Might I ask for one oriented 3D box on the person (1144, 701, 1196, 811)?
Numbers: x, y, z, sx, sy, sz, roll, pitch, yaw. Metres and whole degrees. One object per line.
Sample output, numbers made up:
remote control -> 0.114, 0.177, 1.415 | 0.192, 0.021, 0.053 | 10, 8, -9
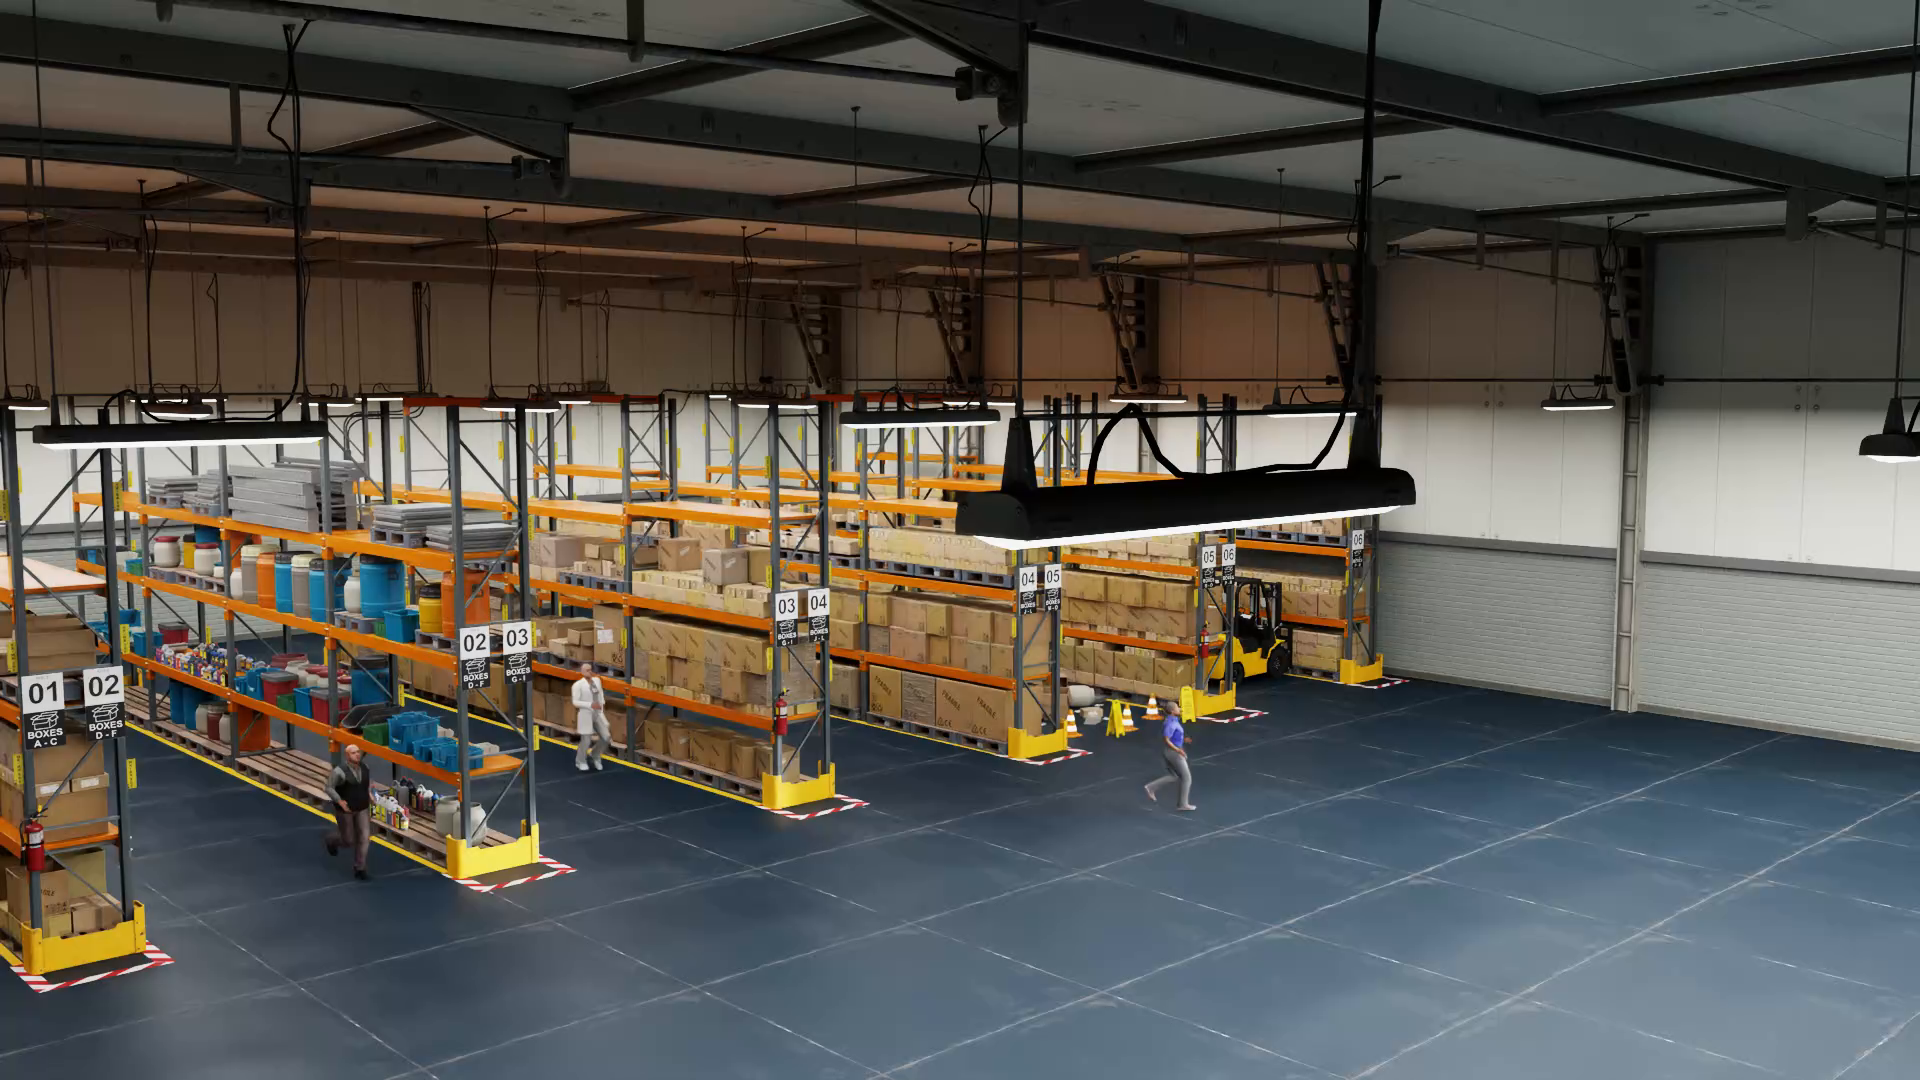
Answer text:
person -> 3.097, 3.167, 24.417 | 0.766, 1.617, 0.597 | 0, 6, -2

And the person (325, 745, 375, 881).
person -> -7.777, 3.450, 21.242 | 0.930, 1.702, 0.636 | 5, 7, 40

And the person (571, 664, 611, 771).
person -> -5.925, 2.863, 26.760 | 0.684, 1.763, 0.766 | -5, 7, -42
